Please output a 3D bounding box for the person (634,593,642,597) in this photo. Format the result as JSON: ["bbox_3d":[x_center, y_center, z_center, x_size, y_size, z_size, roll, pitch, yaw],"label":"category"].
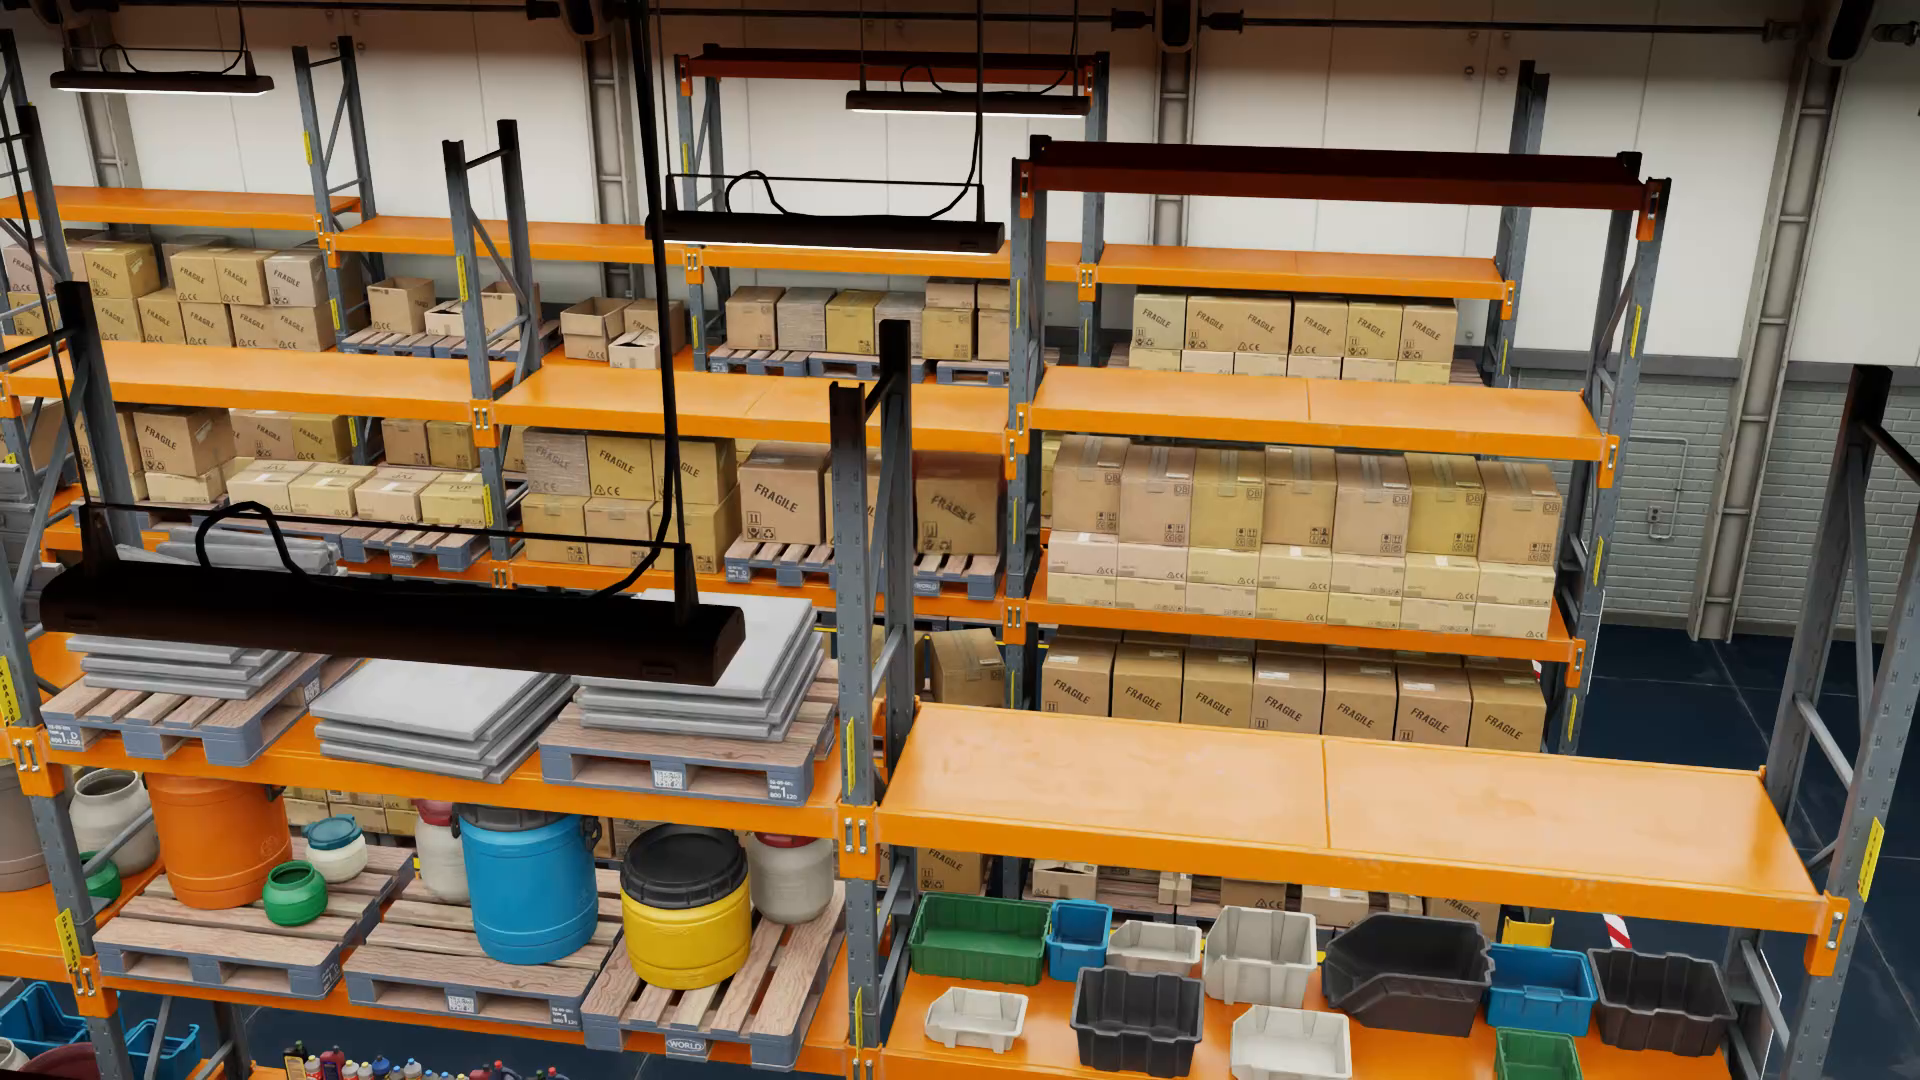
[{"bbox_3d":[-3.178,0.524,16.889,0.693,1.810,0.569,-5,24,-13],"label":"person"}]
